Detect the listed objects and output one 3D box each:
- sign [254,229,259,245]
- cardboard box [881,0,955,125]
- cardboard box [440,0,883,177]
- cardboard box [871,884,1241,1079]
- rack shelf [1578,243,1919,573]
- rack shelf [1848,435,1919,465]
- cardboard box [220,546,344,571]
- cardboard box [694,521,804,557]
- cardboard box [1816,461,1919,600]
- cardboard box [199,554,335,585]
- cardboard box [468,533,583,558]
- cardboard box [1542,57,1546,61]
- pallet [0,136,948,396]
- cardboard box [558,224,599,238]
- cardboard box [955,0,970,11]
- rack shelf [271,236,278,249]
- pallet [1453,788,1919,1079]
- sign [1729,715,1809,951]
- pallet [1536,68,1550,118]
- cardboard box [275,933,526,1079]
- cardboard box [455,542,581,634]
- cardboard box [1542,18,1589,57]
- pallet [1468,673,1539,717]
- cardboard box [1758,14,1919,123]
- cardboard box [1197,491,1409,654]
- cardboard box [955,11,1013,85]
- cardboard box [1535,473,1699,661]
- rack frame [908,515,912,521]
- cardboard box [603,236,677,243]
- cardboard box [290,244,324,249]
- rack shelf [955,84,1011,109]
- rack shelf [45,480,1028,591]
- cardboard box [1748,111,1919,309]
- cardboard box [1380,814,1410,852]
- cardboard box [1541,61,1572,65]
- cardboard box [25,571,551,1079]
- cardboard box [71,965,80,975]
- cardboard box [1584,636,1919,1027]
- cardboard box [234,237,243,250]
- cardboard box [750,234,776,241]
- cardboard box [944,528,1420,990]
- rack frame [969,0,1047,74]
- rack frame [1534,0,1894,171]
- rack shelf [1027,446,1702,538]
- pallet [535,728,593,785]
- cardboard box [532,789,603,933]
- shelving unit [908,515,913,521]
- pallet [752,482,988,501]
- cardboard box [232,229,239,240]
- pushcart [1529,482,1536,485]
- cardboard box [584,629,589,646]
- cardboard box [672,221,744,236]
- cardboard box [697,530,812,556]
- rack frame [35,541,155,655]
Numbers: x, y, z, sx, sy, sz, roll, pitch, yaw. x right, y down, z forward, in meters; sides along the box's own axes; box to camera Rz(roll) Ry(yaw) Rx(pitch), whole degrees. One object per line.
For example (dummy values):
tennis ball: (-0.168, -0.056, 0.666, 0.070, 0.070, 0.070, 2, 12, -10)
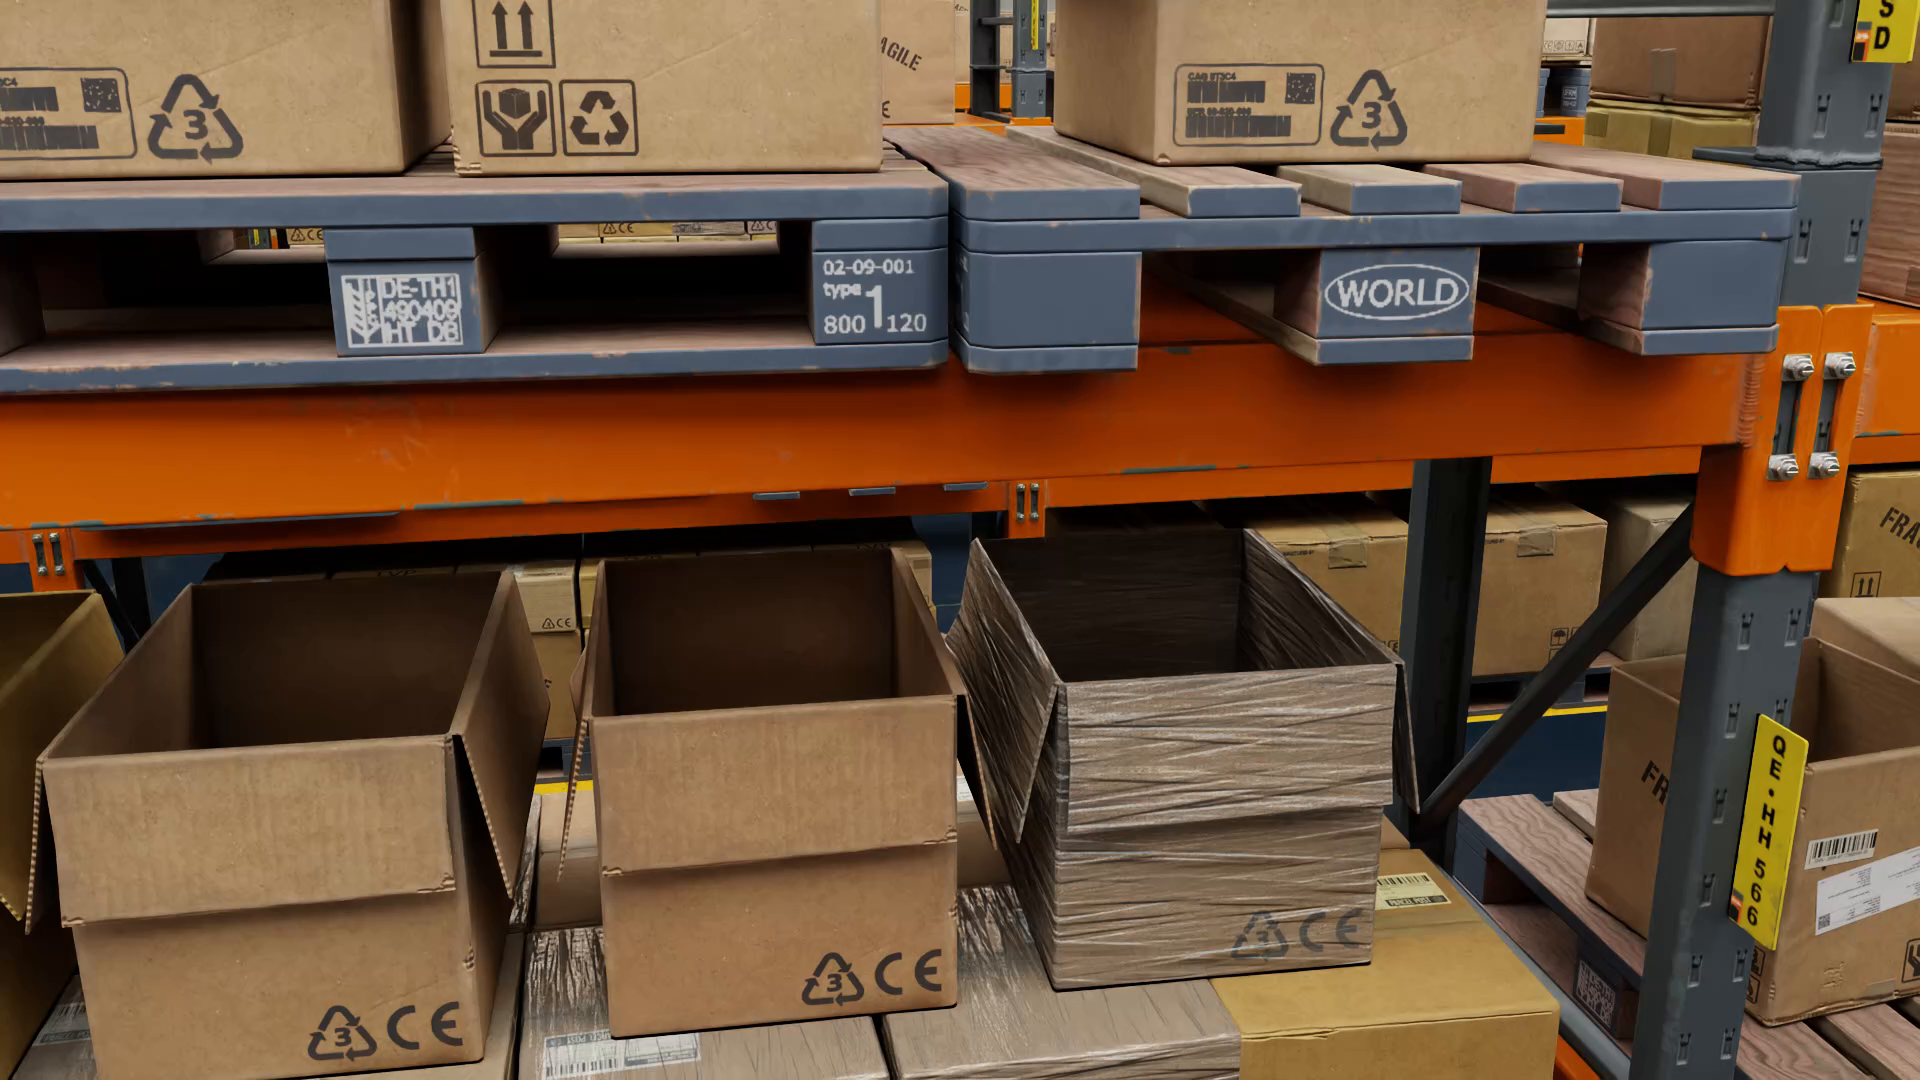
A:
sign: (-4.658, -2.114, 10.978, 0.005, 0.325, 0.100, -3, 17, -10)
cardboard box: (-0.312, -2.001, 6.938, 0.500, 0.500, 0.500, -3, 17, -10)
cardboard box: (-0.373, -0.743, 2.127, 0.500, 0.500, 0.500, -2, 17, -7)
cardboard box: (0.114, 0.889, 2.640, 0.500, 0.500, 0.500, -3, 17, -11)
rack shelf: (3.006, -0.390, 3.089, 4.000, 0.370, 1.077, -3, 17, -10)
rack shelf: (6.092, -0.614, 8.929, 4.000, 0.370, 1.077, -3, 17, -10)
cardboard box: (-3.043, 0.120, 7.577, 0.500, 0.250, 0.500, -4, 17, -12)
cardboard box: (-1.020, 0.008, 7.940, 0.500, 0.250, 0.500, -3, 17, -11)
cardboard box: (4.759, -0.047, 8.759, 0.875, 0.875, 0.875, -3, 17, -10)
cardboard box: (-2.951, 0.269, 7.091, 0.500, 0.250, 0.500, -4, 18, -13)
cardboard box: (-2.020, 0.062, 7.767, 0.500, 0.250, 0.500, -4, 18, -13)
cardboard box: (4.079, -3.750, 12.551, 0.500, 0.250, 0.500, -3, 17, -11)
pallet: (-0.677, -0.418, 2.277, 1.213, 0.211, 1.003, -2, 17, -8)
cardboard box: (-2.785, -2.384, 11.592, 0.500, 0.500, 0.500, -4, 17, -11)
cardboard box: (-0.026, -5.233, 16.576, 0.500, 0.500, 0.500, -3, 17, -9)
rack shelf: (-7.674, -2.798, 16.038, 4.000, 0.370, 1.077, -3, 17, -10)
pallet: (1.722, 0.833, 3.319, 1.003, 0.211, 1.213, -3, 17, -10)
sign: (1.151, 0.418, 2.371, 0.005, 0.325, 0.100, -3, 17, -10)
pallet: (1.920, -2.082, 7.694, 1.213, 0.211, 1.003, -2, 17, -8)
cardboard box: (-0.895, 0.946, 2.451, 0.500, 0.500, 0.500, -3, 17, -9)
cardboard box: (-1.927, 0.212, 7.278, 0.500, 0.250, 0.500, -3, 17, -8)
cardboard box: (2.449, -2.326, 7.432, 0.500, 0.311, 0.500, -4, 17, -12)
pallet: (2.185, 0.620, 8.435, 1.213, 0.211, 1.003, -3, 17, -10)
cardboard box: (1.553, -0.861, 2.377, 0.500, 0.500, 0.500, -3, 17, -10)
cardboard box: (1.674, 0.193, 8.191, 0.750, 0.750, 1.050, -3, 17, -10)
cardboard box: (0.095, -3.577, 12.070, 0.500, 0.500, 0.700, -3, 17, -10)
cardboard box: (3.536, 0.088, 8.532, 0.750, 0.750, 1.050, -3, 17, -11)
rack frame: (-0.353, -0.697, 10.526, 0.023, 1.500, 0.400, -3, 17, -10)
cardboard box: (-2.266, -2.049, 11.776, 0.500, 0.250, 0.500, -4, 17, -12)
cardboard box: (-4.279, -1.933, 11.401, 0.500, 0.250, 0.500, -4, 17, -12)
rack shelf: (1.126, -3.247, 12.391, 4.000, 0.370, 1.077, -3, 17, -10)
rack shelf: (-1.763, -0.169, 7.478, 4.000, 0.370, 1.077, -3, 17, -10)
cardboard box: (1.552, -0.504, 2.489, 0.500, 0.250, 0.500, -3, 17, -9)
cardboard box: (0.514, 0.712, 3.214, 0.500, 0.500, 0.500, -3, 17, -9)
cardboard box: (4.450, -3.587, 12.701, 0.250, 0.149, 0.380, -4, 17, -12)
cardboard box: (-0.976, 0.395, 2.539, 0.637, 0.503, 0.797, -3, 17, -9)
cardboard box: (-1.479, 0.825, 2.847, 0.500, 0.500, 0.500, -3, 17, -11)
cardboard box: (1.565, 0.521, 3.121, 0.500, 0.500, 0.500, -5, 18, -17)
cardboard box: (-5.172, -1.771, 11.299, 0.500, 0.500, 0.500, -3, 17, -10)
cardboard box: (-1.265, -2.113, 11.985, 0.500, 0.250, 0.500, -3, 17, -11)
cardboard box: (0.322, 0.320, 2.782, 0.637, 0.503, 0.797, -3, 17, -9)
rack frame: (0.201, -3.492, 6.854, 0.127, 3.000, 1.000, -3, 17, -10)
rack frame: (1.043, -2.056, 2.181, 0.127, 3.000, 1.000, -3, 17, -10)
rack shelf: (2.165, -0.392, 8.203, 4.000, 0.370, 1.077, -3, 17, -10)
pallet: (-1.762, 0.819, 7.786, 1.213, 0.211, 1.003, -3, 17, -10)
cardboard box: (-0.495, 0.771, 3.022, 0.500, 0.500, 0.500, -4, 17, -11)
shelving unit: (0.007, -0.717, 10.593, 0.755, 1.500, 0.431, -3, 17, -10)
pallet: (-0.479, -0.462, 7.534, 1.003, 0.211, 1.213, -3, 17, -10)
cardboard box: (-5.176, -2.243, 11.131, 0.500, 0.500, 0.500, -3, 17, -11)
pushcart: (3.572, -0.360, 11.342, 0.936, 0.377, 1.648, -10, 20, -29)
cardboard box: (-1.422, 0.544, 7.474, 0.500, 0.500, 0.500, -4, 18, -13)
cardboard box: (-1.798, -2.436, 11.761, 0.500, 0.500, 0.500, -3, 17, -9)
cardboard box: (-0.915, 0.157, 7.458, 0.500, 0.250, 0.500, -3, 17, -10)
rack frame: (-3.727, -0.401, 7.010, 0.127, 3.000, 1.000, -3, 17, -10)
